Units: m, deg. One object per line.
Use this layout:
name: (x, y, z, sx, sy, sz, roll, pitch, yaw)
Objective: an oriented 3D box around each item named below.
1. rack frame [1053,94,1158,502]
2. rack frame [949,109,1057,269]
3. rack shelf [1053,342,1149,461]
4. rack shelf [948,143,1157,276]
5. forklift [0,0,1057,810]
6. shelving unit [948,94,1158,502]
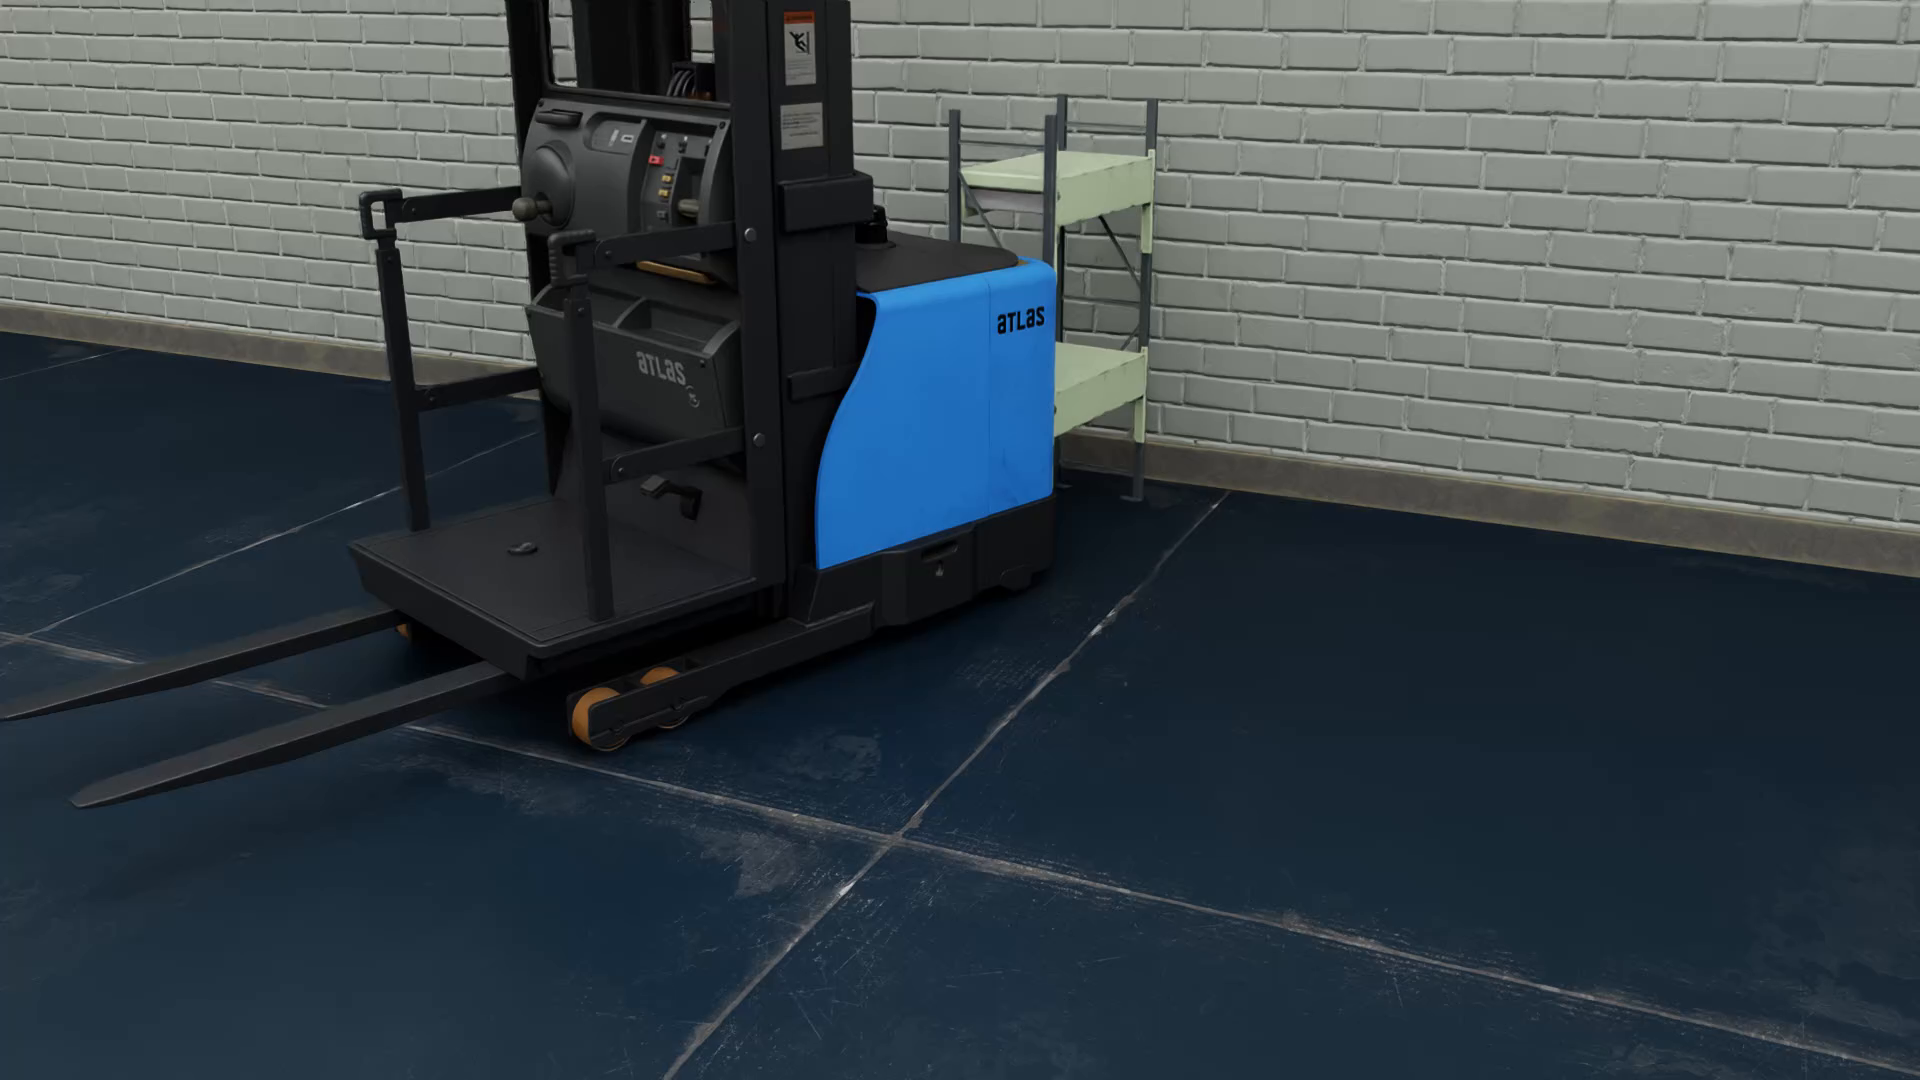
rack frame: (0.529, -0.890, 6.234, 0.400, 1.500, 0.023, 12, 23, 30)
rack frame: (0.137, -0.683, 5.652, 0.400, 1.500, 0.023, 12, 23, 30)
rack shelf: (0.333, -0.480, 6.052, 0.431, 0.370, 0.720, 12, 23, 30)
rack shelf: (0.333, -1.155, 5.812, 0.431, 0.370, 0.720, 12, 23, 30)
forklift: (-1.086, -1.017, 4.454, 3.031, 2.935, 1.130, -18, 26, -41)
shelving unit: (0.333, -0.787, 5.943, 0.431, 1.500, 0.755, 12, 23, 30)
